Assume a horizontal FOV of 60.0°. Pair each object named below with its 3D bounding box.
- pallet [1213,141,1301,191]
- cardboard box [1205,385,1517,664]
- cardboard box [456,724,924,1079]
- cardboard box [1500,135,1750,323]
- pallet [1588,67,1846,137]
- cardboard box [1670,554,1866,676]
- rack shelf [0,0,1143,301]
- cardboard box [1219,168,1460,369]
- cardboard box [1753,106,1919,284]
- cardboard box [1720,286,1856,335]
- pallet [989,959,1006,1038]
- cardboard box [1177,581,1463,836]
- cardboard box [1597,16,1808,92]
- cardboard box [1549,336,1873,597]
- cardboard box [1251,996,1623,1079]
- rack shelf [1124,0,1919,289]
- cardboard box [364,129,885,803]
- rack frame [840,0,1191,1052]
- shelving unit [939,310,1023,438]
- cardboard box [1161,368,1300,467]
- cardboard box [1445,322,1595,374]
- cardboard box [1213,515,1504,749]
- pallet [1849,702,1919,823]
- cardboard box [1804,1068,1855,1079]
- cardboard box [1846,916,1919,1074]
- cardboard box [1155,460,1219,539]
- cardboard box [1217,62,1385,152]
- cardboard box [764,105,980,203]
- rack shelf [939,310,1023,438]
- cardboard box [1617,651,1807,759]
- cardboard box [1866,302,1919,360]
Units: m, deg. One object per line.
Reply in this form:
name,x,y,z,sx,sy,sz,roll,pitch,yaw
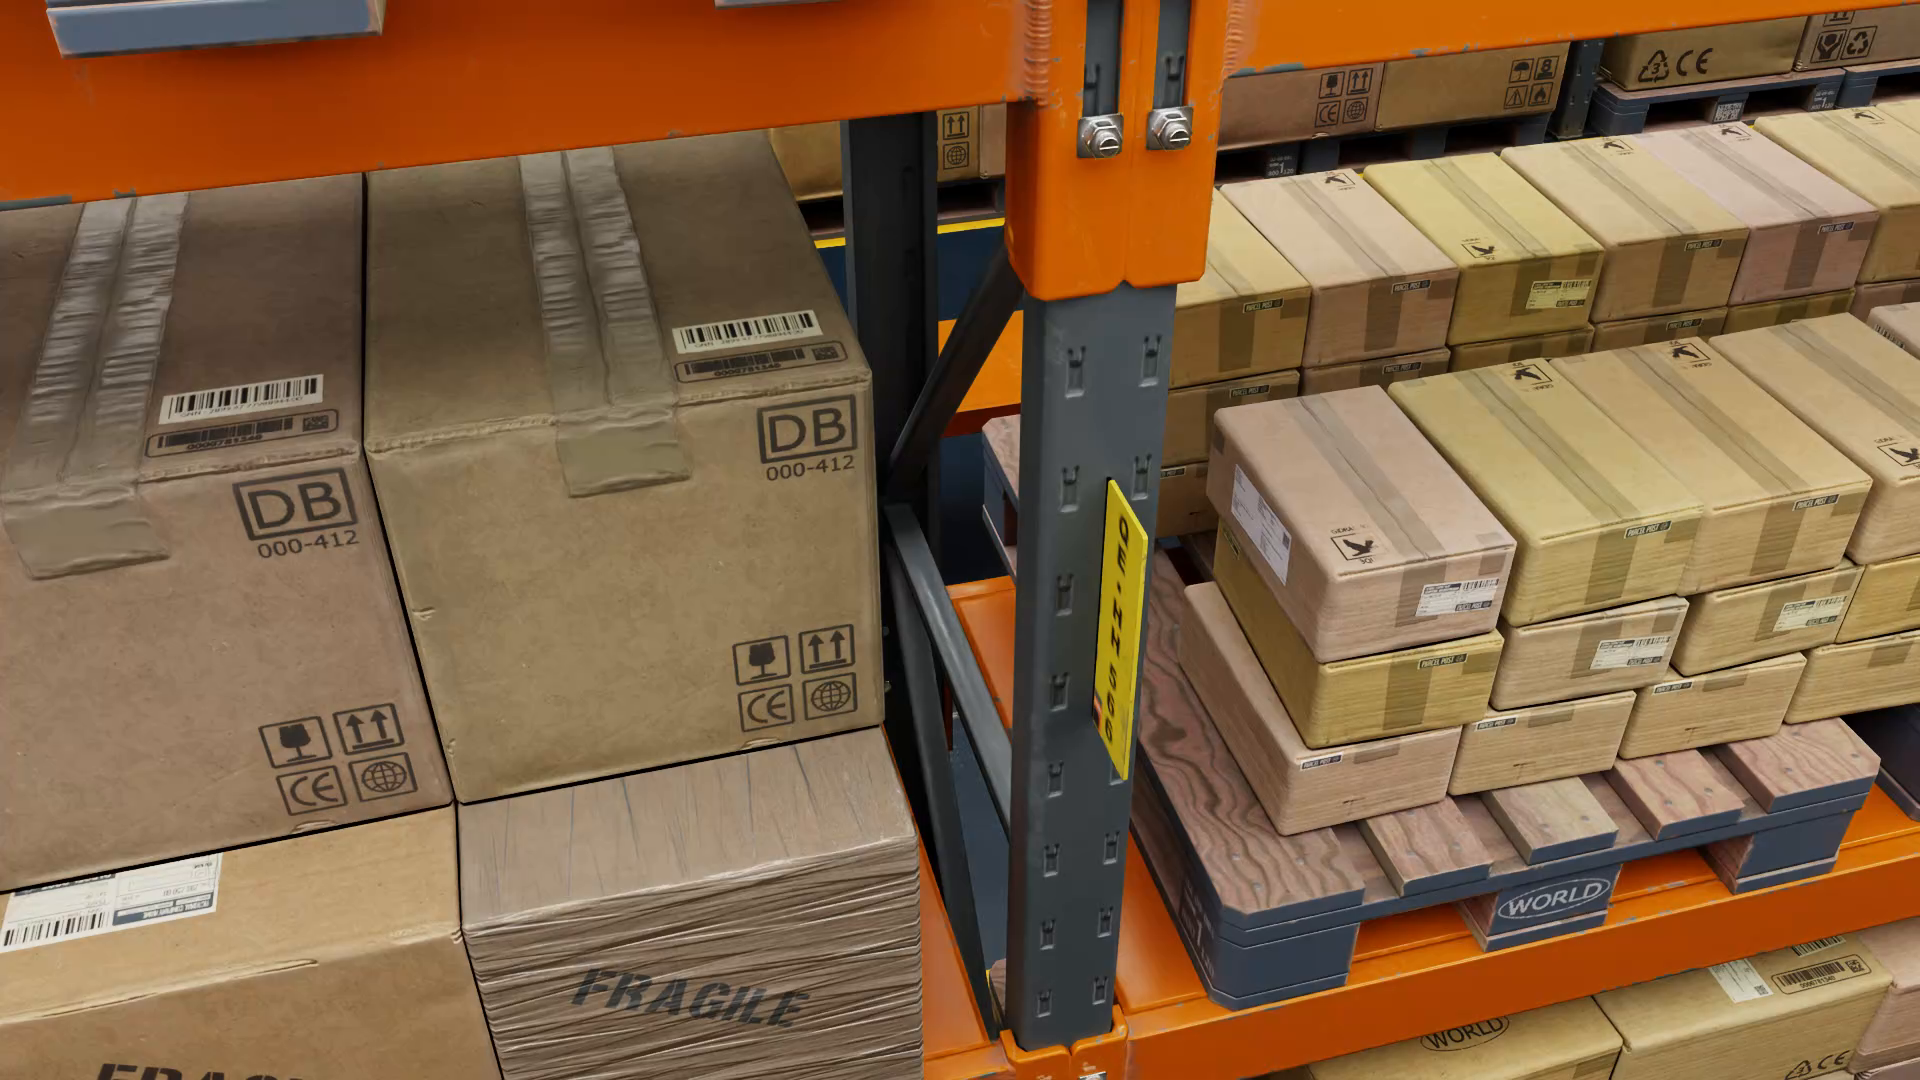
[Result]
pallet,0.775,-1.857,7.504,1.213,0.211,1.003,-9,38,-12
cardboard box,0.515,-0.031,2.193,0.250,0.149,0.380,-9,38,-12
cardboard box,-0.351,0.422,2.148,0.500,0.500,0.500,-9,38,-12
cardboard box,1.120,-0.542,2.861,0.250,0.149,0.380,-8,38,-11
pallet,3.435,-2.293,8.074,1.213,0.211,1.003,-9,38,-12
cardboard box,1.051,0.000,2.397,0.250,0.149,0.380,-10,39,-13
rack shelf,-1.917,-0.356,1.370,4.000,0.370,1.077,-9,38,-12
cardboard box,0.611,-0.456,2.748,0.250,0.149,0.380,-10,38,-13
cardboard box,1.616,-0.621,2.964,0.250,0.149,0.380,-8,38,-10
cardboard box,1.365,-0.462,3.001,0.250,0.149,0.380,-10,38,-12
pallet,0.769,1.217,3.485,1.213,0.211,1.003,-9,38,-12
cardboard box,0.499,0.213,2.364,0.250,0.149,0.380,-10,38,-13
cardboard box,3.338,-2.707,7.723,0.875,0.875,0.875,-9,38,-12
cardboard box,1.007,-0.111,2.297,0.250,0.149,0.380,-10,38,-12
cardboard box,0.743,0.794,2.838,0.500,0.250,0.500,-11,39,-14
rack shelf,1.945,-0.990,2.198,4.000,0.370,1.077,-9,38,-12
cardboard box,-0.422,-0.139,2.058,0.500,0.500,0.700,-10,38,-12
rack frame,0.014,0.233,2.477,0.127,3.000,1.000,-9,38,-12
shelving unit,-0.074,-0.584,4.779,1.083,1.500,0.587,-9,38,-12
cardboard box,0.372,-0.298,2.787,0.250,0.149,0.380,-9,38,-11
cardboard box,0.883,-0.384,2.900,0.250,0.149,0.380,-8,38,-11
cardboard box,0.533,0.089,2.282,0.250,0.149,0.380,-8,38,-10
pallet,1.914,-0.029,2.977,1.213,0.211,1.003,-9,38,-12
cardboard box,1.248,1.015,3.167,0.500,0.500,0.500,-9,38,-11
cardboard box,1.713,0.642,3.036,0.500,0.250,0.500,-9,38,-12
cardboard box,0.370,-0.182,2.880,0.250,0.149,0.380,-9,38,-11
cardboard box,1.205,-2.394,7.314,0.875,0.875,1.225,-11,39,-14
cardboard box,-0.510,-2.113,6.946,0.875,0.875,1.225,-11,39,-14
rack shelf,-0.082,-0.439,4.886,1.000,0.185,0.538,-9,38,-12
cardboard box,1.018,0.128,2.475,0.250,0.149,0.380,-7,38,-10
cardboard box,1.524,-0.196,2.409,0.250,0.149,0.380,-8,38,-10
